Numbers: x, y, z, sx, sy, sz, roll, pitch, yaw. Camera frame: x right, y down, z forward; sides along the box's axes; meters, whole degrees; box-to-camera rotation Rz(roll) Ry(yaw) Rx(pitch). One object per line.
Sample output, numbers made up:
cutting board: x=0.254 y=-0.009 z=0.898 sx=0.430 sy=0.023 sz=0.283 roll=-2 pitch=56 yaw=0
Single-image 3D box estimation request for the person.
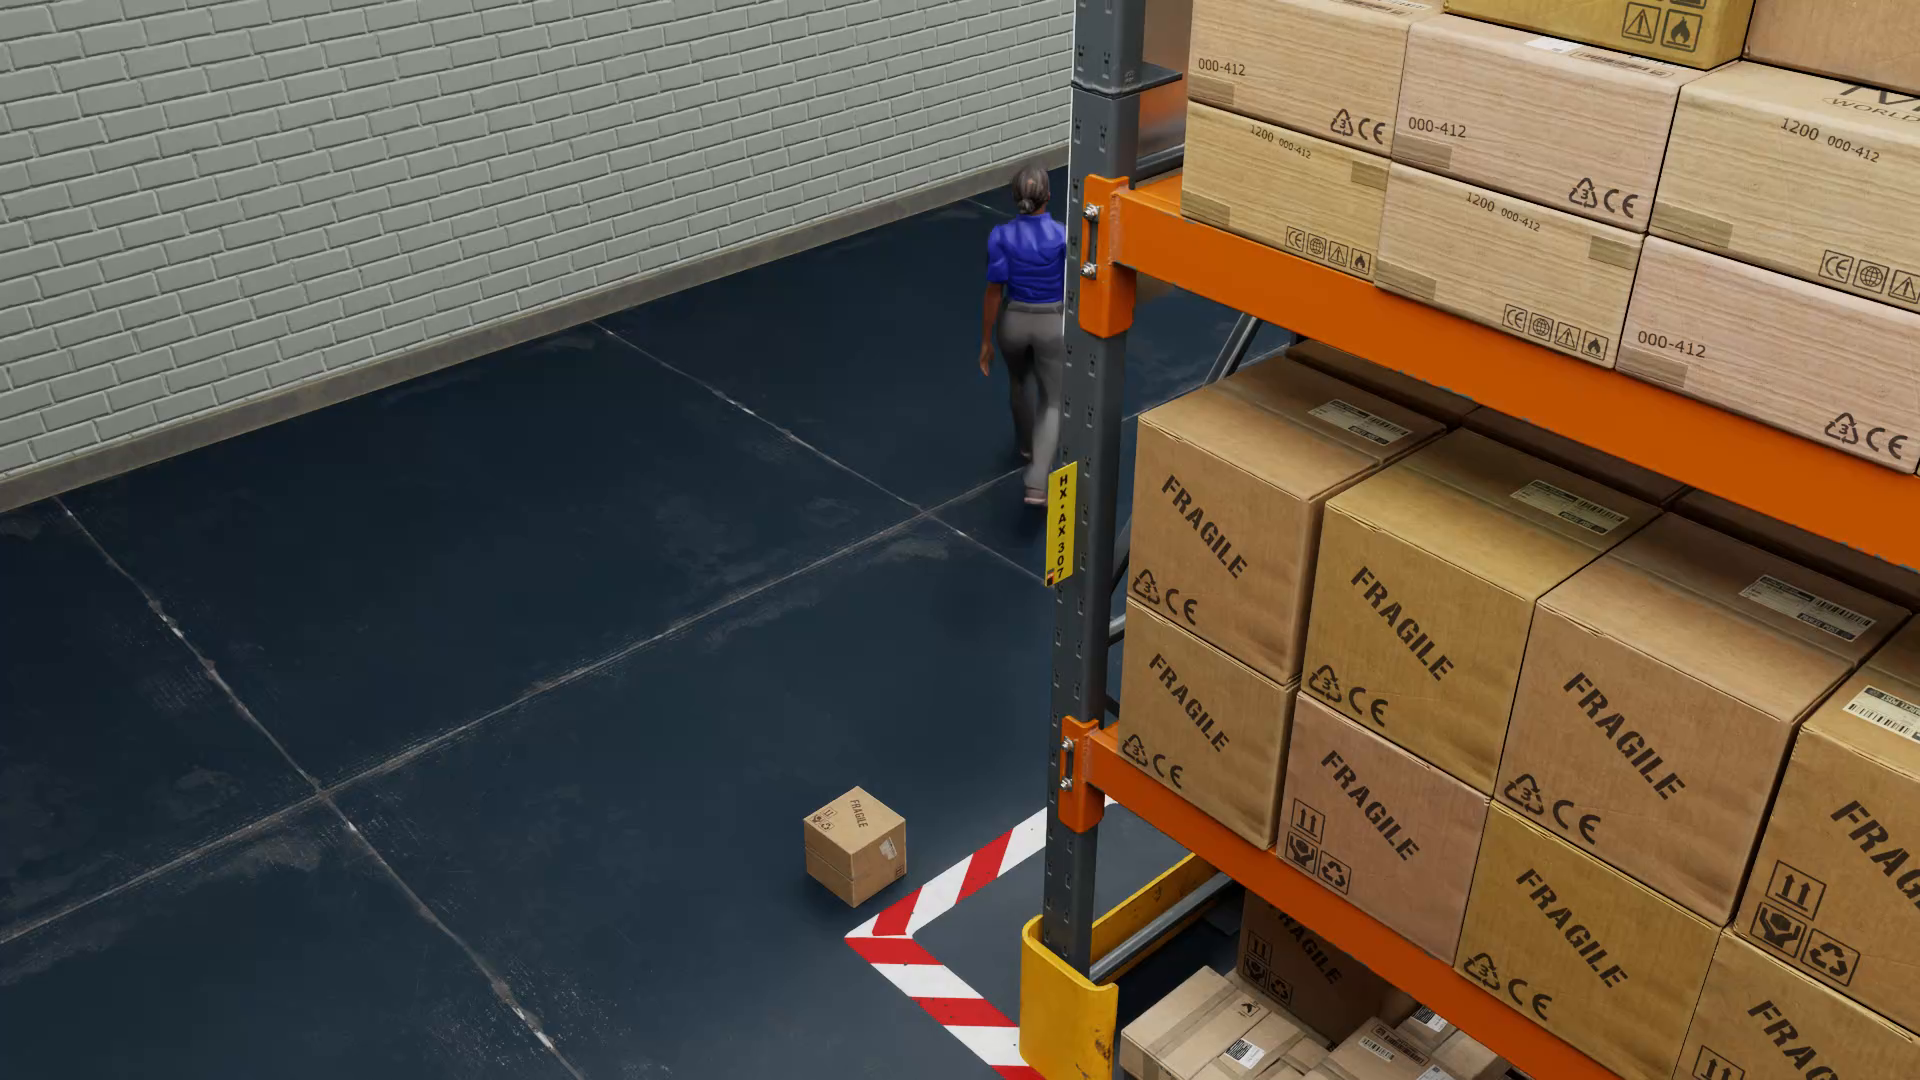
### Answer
person: x=0.351 y=-0.976 z=7.708 sx=0.472 sy=1.603 sz=0.977 roll=7 pitch=33 yaw=11
